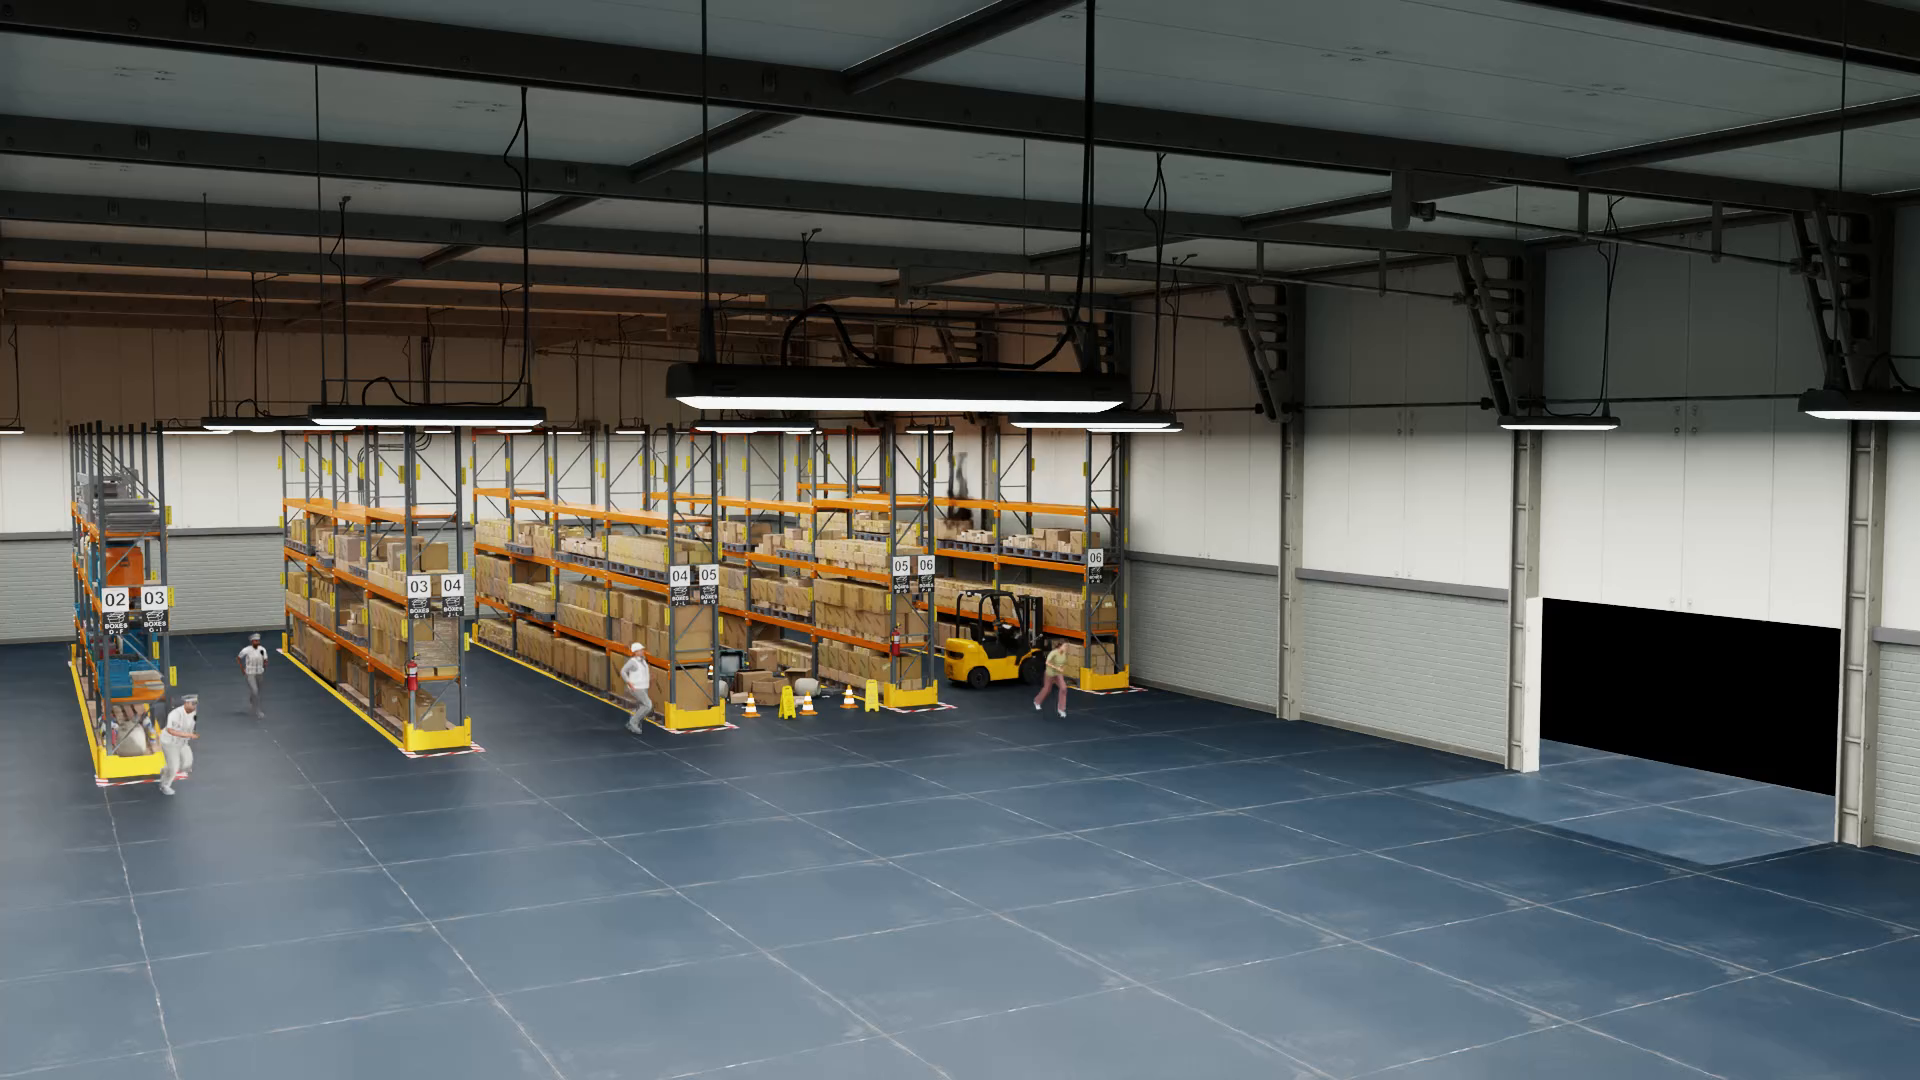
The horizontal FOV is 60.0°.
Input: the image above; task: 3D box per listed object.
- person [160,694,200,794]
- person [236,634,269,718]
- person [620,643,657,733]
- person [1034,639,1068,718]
[{"bbox_3d":[-12.524,3.274,26.768,0.843,1.629,0.677,1,4,15],"label":"person"},{"bbox_3d":[-14.529,2.762,34.190,0.944,1.708,0.592,3,5,44],"label":"person"},{"bbox_3d":[-6.167,2.855,32.090,0.656,1.742,0.640,1,4,14],"label":"person"},{"bbox_3d":[1.878,2.827,34.348,0.617,1.627,0.974,-3,5,-43],"label":"person"}]
